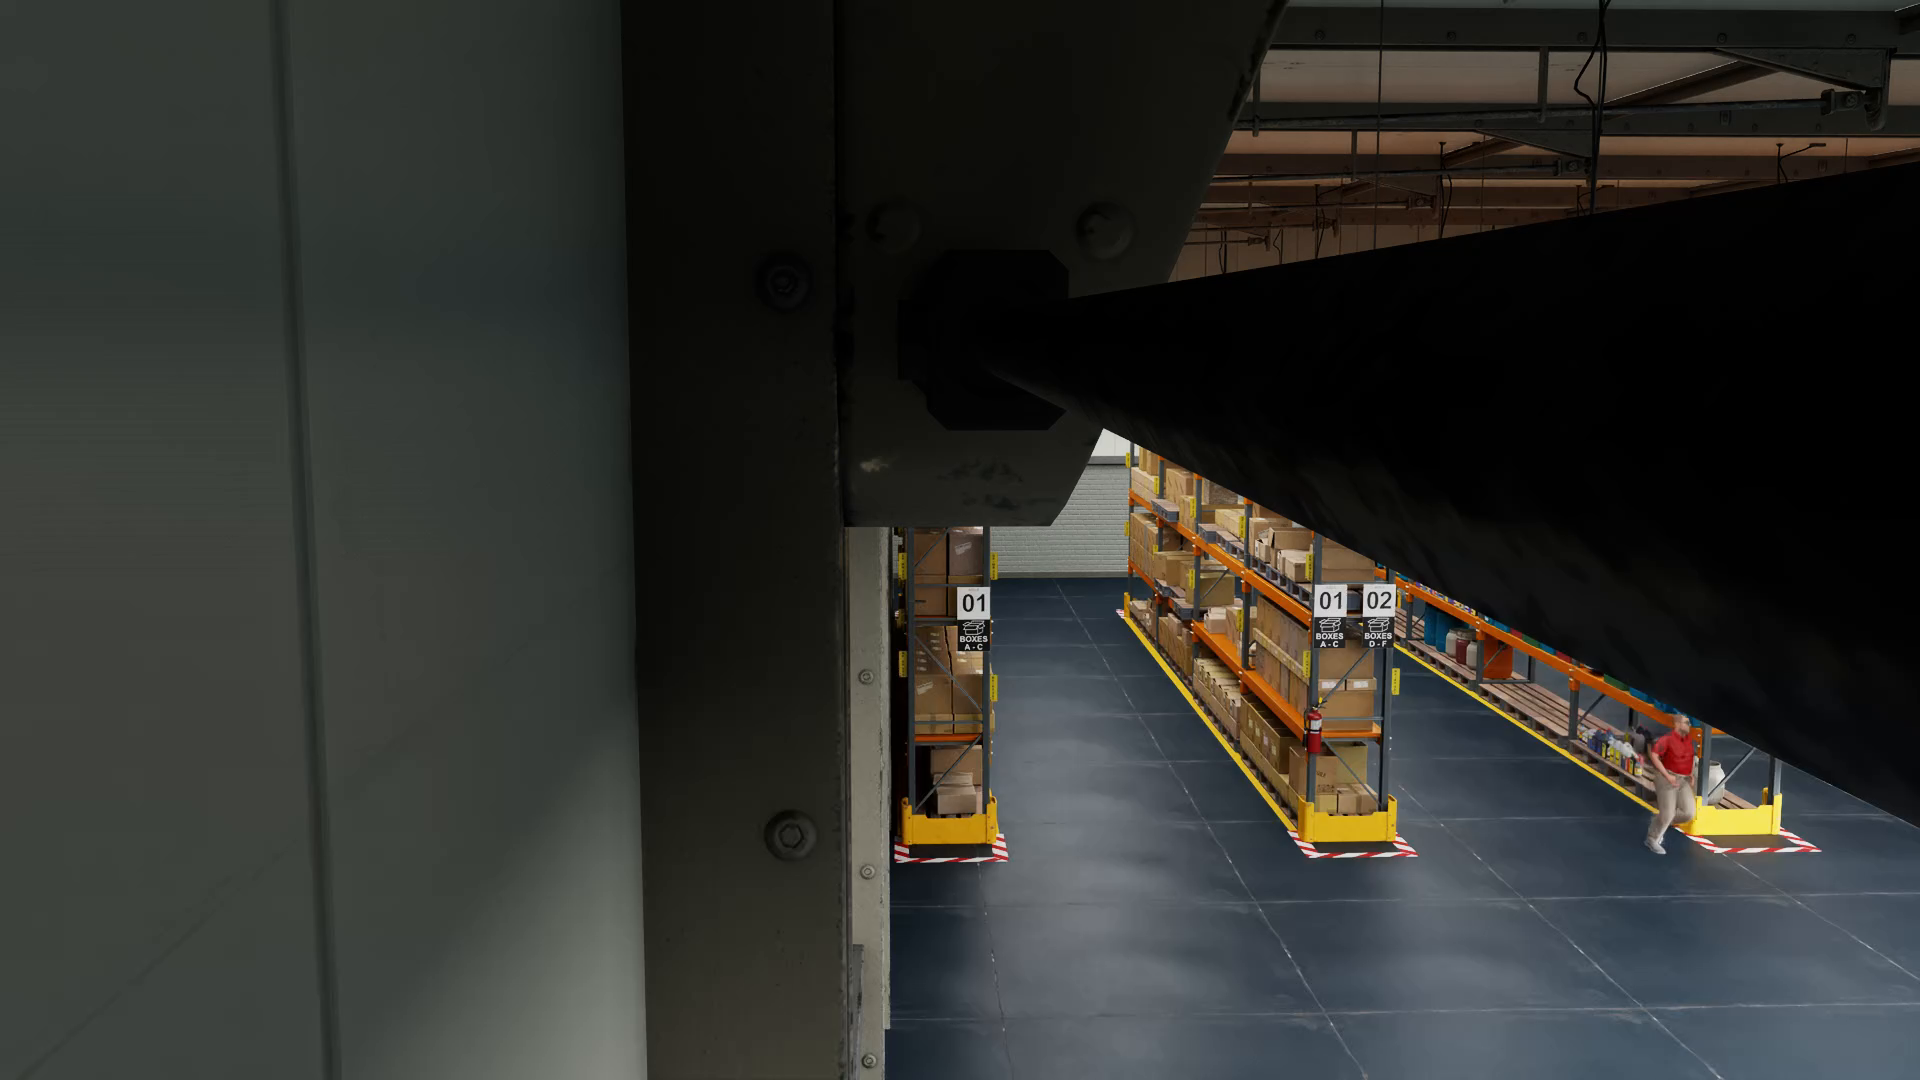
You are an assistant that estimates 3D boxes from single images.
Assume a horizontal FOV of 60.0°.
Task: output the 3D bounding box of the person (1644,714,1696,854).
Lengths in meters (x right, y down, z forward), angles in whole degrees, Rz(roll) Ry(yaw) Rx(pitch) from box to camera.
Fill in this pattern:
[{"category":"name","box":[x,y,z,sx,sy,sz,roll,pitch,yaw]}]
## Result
[{"category":"person","box":[8.685,2.942,20.174,0.704,1.674,0.522,-4,8,-25]}]
